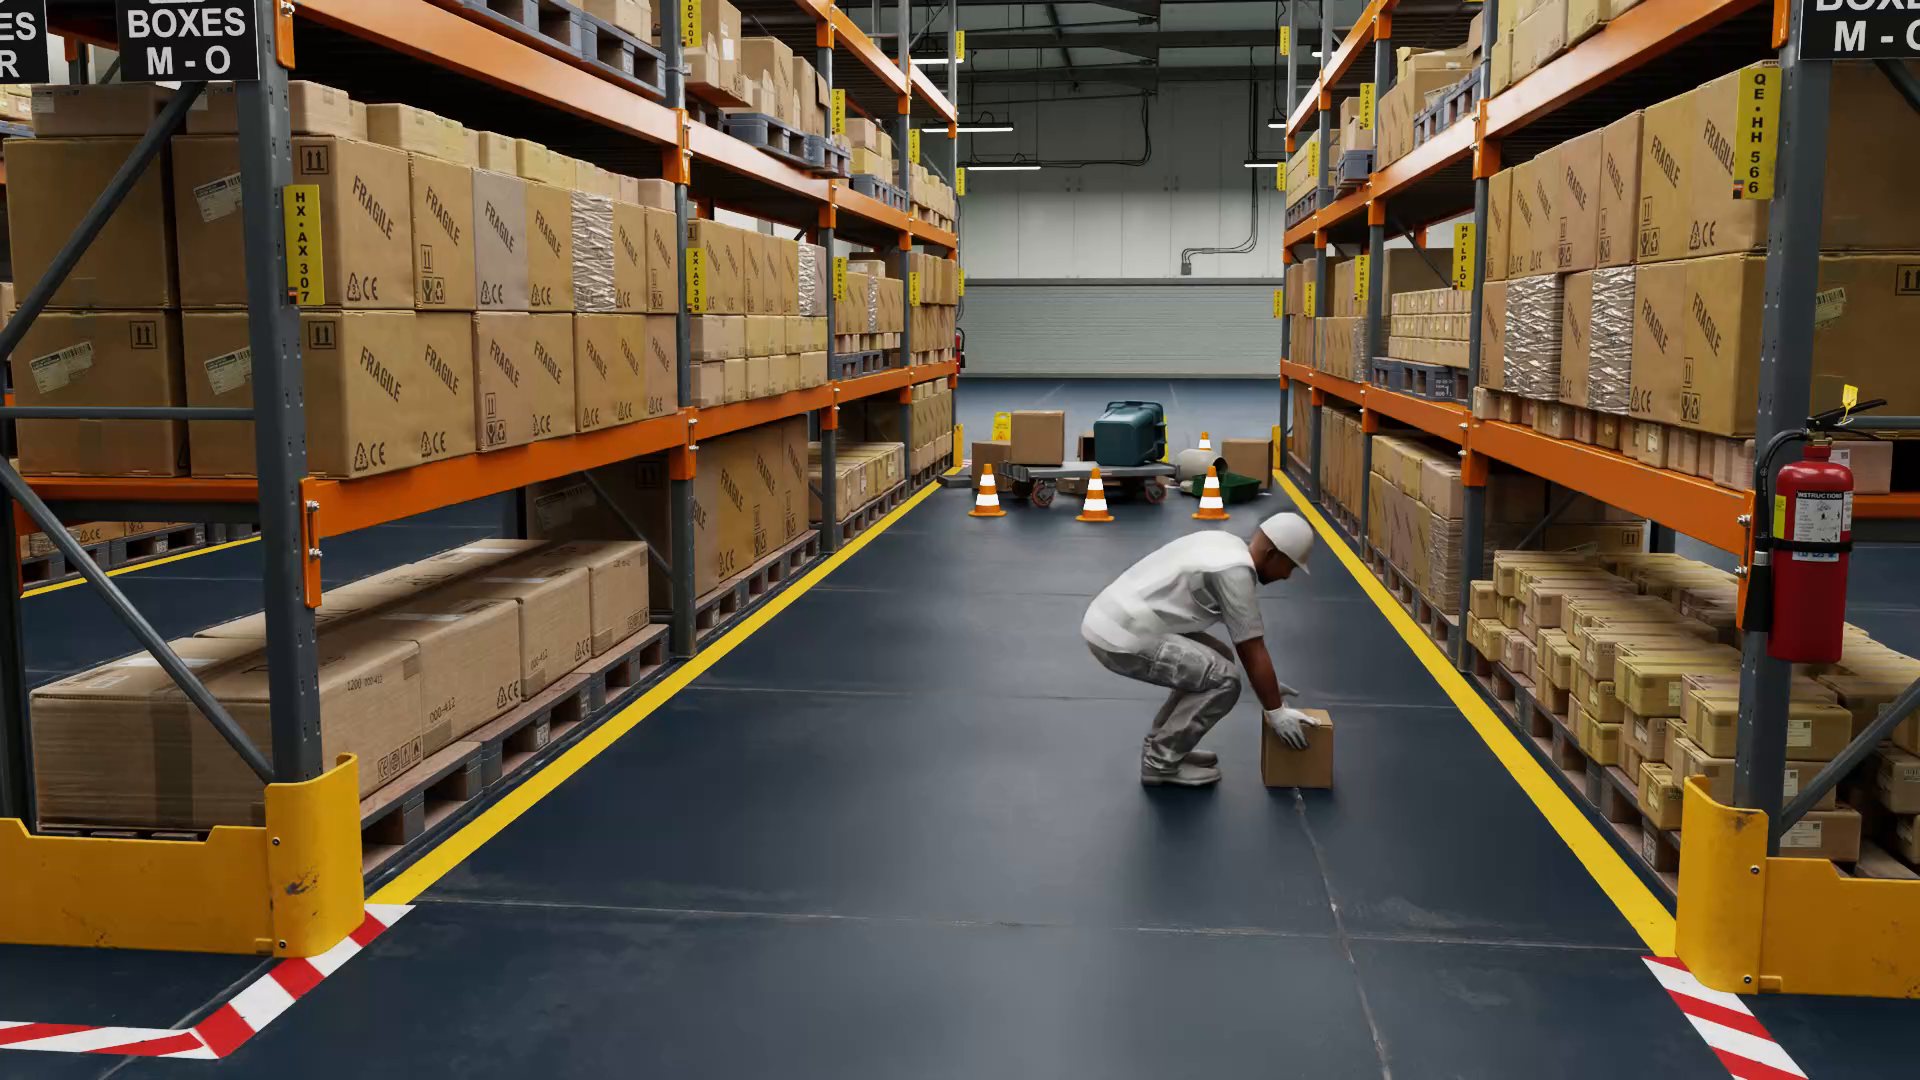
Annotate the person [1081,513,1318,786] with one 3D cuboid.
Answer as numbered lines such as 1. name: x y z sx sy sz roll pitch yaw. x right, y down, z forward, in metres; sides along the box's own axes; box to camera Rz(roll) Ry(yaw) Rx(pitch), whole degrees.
1. person: 0.923 0.408 6.489 0.899 1.037 0.577 1 8 6
